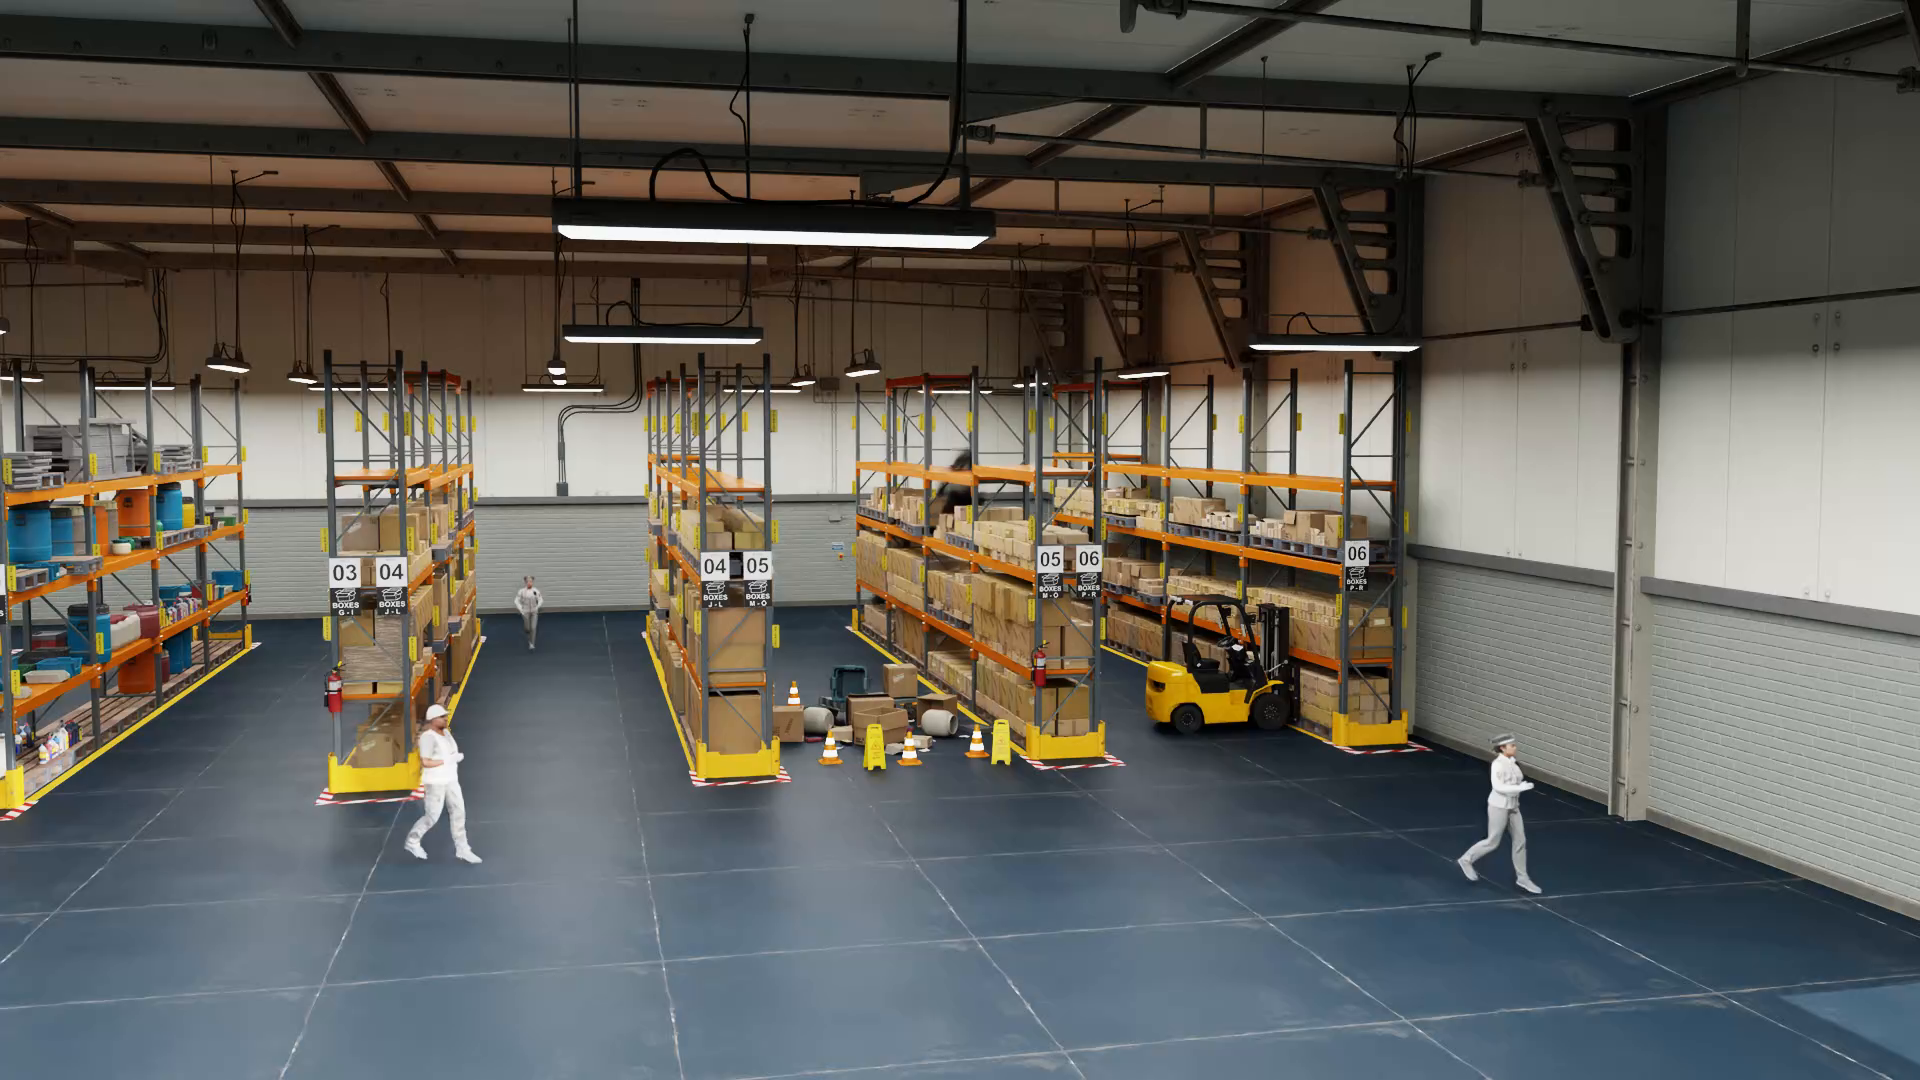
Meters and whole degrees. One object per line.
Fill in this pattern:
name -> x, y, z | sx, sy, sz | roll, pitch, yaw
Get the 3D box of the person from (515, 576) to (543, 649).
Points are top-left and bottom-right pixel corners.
person -> -9.657, 1.606, 37.276 | 0.617, 1.647, 0.575 | -1, 4, -21

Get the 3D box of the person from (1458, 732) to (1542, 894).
person -> 5.818, 2.889, 17.870 | 0.897, 1.701, 0.638 | 3, 5, 40

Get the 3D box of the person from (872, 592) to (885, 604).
person -> -2.005, 1.302, 41.893 | 0.486, 1.606, 0.632 | 2, 5, 31

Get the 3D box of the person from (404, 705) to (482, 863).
person -> -5.900, 2.769, 18.882 | 0.899, 1.804, 0.671 | 1, 4, 14
